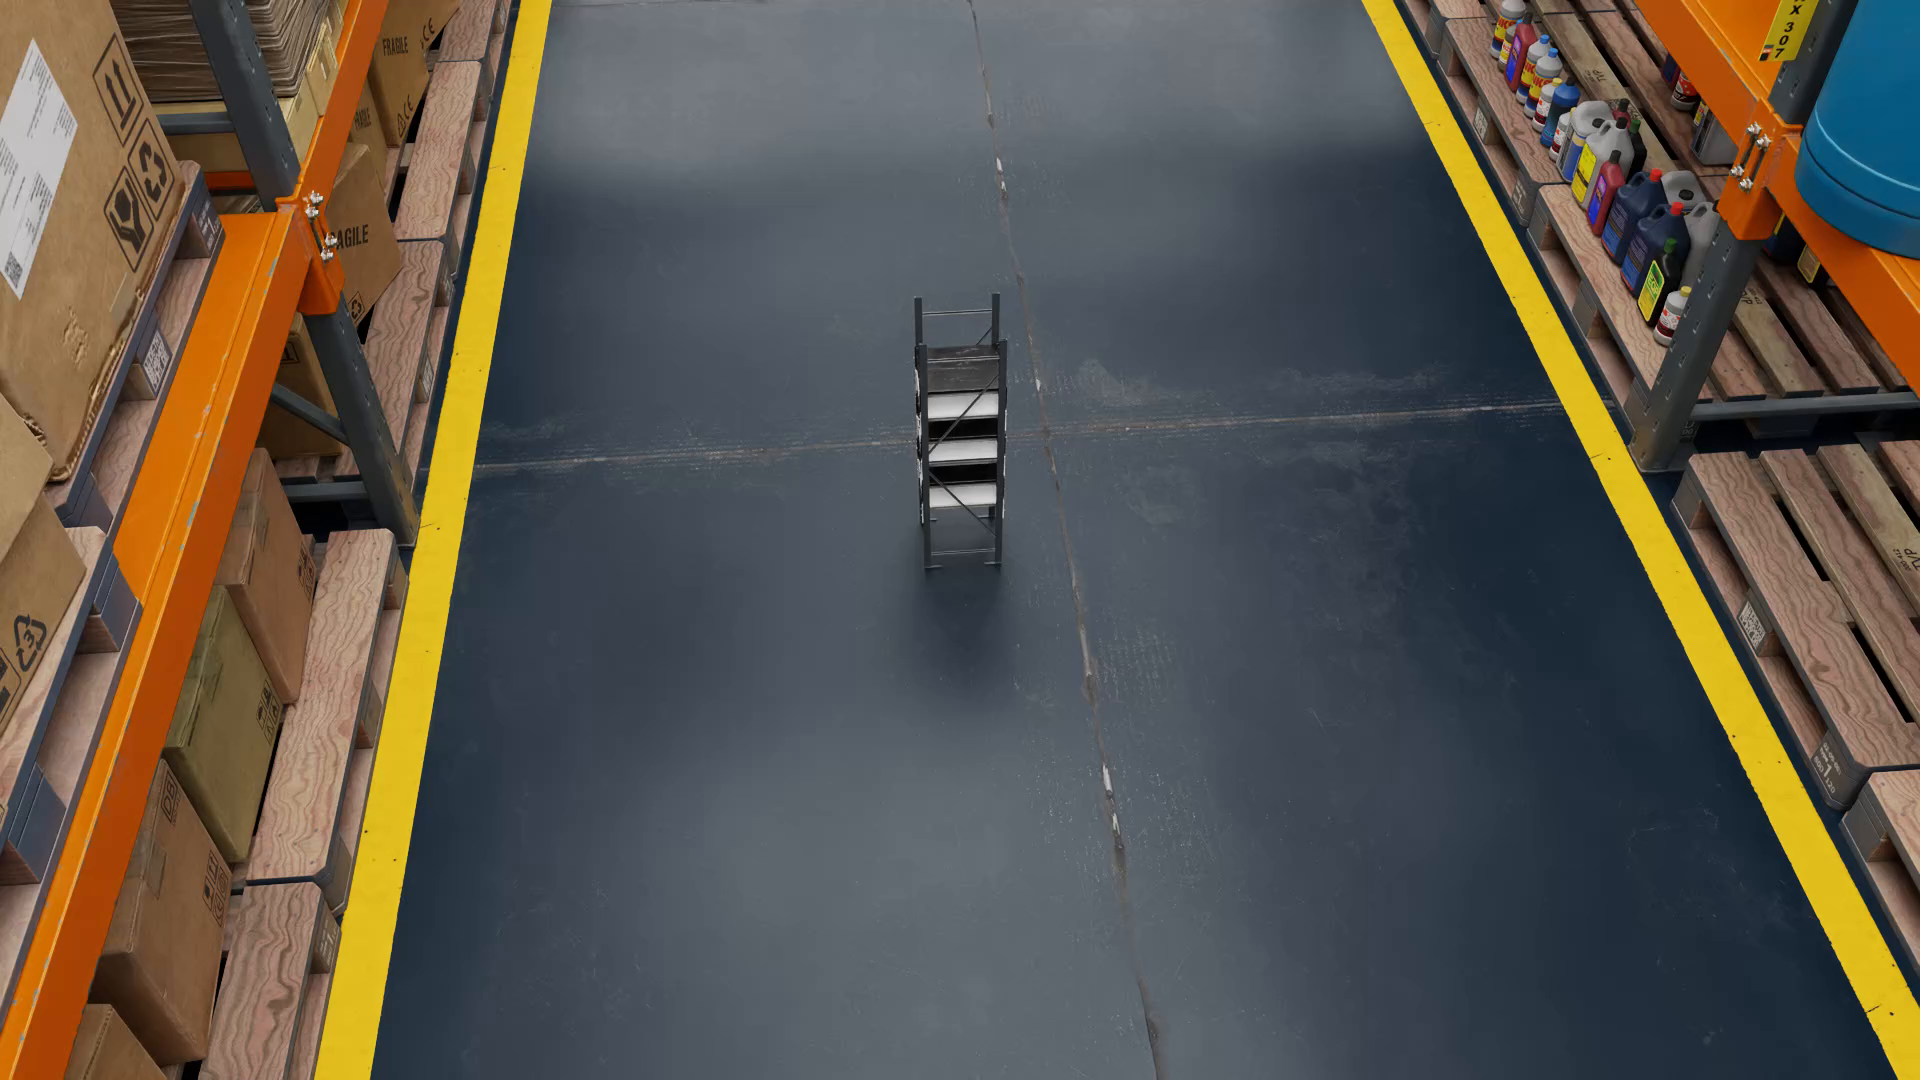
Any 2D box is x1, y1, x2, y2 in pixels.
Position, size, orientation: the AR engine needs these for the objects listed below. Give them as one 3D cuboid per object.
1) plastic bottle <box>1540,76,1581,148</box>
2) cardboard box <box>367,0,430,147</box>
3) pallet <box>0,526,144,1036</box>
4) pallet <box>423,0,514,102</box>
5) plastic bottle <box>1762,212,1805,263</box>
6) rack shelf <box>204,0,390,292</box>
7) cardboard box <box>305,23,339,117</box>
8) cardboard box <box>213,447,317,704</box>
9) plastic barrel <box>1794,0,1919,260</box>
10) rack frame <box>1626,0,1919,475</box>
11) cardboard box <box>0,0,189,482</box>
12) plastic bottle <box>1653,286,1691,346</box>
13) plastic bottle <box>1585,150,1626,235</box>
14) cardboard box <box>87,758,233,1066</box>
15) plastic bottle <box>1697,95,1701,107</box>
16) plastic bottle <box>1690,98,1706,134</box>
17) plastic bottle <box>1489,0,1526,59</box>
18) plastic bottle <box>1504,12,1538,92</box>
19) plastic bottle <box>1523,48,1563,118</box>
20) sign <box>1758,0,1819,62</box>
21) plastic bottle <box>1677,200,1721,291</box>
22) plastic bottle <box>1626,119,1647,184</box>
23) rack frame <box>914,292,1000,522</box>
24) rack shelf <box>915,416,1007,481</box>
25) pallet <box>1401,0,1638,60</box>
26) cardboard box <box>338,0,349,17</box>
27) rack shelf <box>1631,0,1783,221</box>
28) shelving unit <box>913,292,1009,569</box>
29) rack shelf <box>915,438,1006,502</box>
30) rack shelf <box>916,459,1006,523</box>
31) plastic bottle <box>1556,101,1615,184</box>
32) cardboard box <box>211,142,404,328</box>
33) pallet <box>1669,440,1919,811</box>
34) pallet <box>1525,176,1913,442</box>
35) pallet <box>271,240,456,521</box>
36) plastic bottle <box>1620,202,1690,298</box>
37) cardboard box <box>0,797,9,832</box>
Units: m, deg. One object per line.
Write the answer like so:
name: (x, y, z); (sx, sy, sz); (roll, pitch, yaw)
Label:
plastic bottle: (2.282, -1.628, 6.302); (0.097, 0.271, 0.097); (0, 47, 0)
cardboard box: (-2.395, -1.860, 6.378); (0.500, 0.500, 0.500); (0, 47, 0)
pallet: (-2.085, 0.512, 2.831); (1.003, 0.211, 1.213); (-3, 47, -3)
pallet: (-2.509, -2.308, 7.291); (1.003, 0.211, 1.213); (-3, 47, -3)
plastic bottle: (2.924, -1.160, 5.804); (0.144, 0.351, 0.185); (-3, 47, -3)
rack shelf: (-2.381, -2.218, 5.780); (1.077, 0.370, 4.000); (-3, 47, -3)
cardboard box: (-1.940, -1.287, 4.576); (0.380, 0.149, 0.250); (-3, 47, -3)
cardboard box: (-2.184, 0.136, 4.474); (0.700, 0.500, 0.500); (-7, 47, -6)
plastic barrel: (2.452, -1.193, 3.969); (0.600, 0.901, 0.708); (-3, 47, -3)
rack frame: (2.722, -1.319, 4.433); (1.000, 3.000, 0.127); (-3, 47, -3)
cardboard box: (-2.287, -0.785, 3.225); (1.000, 1.000, 1.000); (-3, 47, -3)
plastic bottle: (2.381, -0.752, 5.520); (0.097, 0.201, 0.097); (0, 47, 0)
plastic bottle: (2.310, -1.239, 5.925); (0.061, 0.283, 0.133); (-1, 47, -1)
cardboard box: (-2.115, 0.887, 3.763); (0.700, 0.500, 0.500); (-7, 47, -7)
plastic bottle: (2.983, -1.841, 6.501); (0.152, 0.276, 0.135); (-5, 47, -4)
plastic bottle: (2.884, -1.657, 6.378); (0.097, 0.201, 0.097); (0, 47, 0)
plastic bottle: (2.228, -2.095, 6.745); (0.097, 0.271, 0.097); (0, 47, 0)
plastic bottle: (2.229, -1.935, 6.584); (0.061, 0.283, 0.133); (-3, 47, -3)
plastic bottle: (2.265, -1.775, 6.441); (0.097, 0.271, 0.097); (0, 47, 0)
sign: (2.173, -1.389, 4.309); (0.100, 0.325, 0.005); (-3, 47, -3)
plastic bottle: (2.524, -1.017, 5.668); (0.144, 0.351, 0.185); (-3, 47, -3)
plastic bottle: (2.438, -1.382, 6.061); (0.061, 0.283, 0.133); (-3, 47, -3)
rack frame: (-0.008, -0.377, 4.987); (0.240, 0.900, 0.006); (-3, 47, -3)
rack shelf: (0.001, -0.281, 4.942); (0.258, 0.077, 0.200); (-3, 47, -3)
pallet: (2.503, -2.614, 7.580); (1.003, 0.211, 1.213); (-3, 47, -3)
cardboard box: (-2.019, -1.647, 4.917); (0.380, 0.149, 0.250); (-3, 47, -3)
rack shelf: (2.554, -2.519, 6.065); (1.077, 0.370, 4.000); (-3, 47, -3)
shelving unit: (0.001, -0.304, 4.918); (0.258, 0.900, 0.210); (-3, 47, -3)
rack shelf: (0.001, -0.219, 5.007); (0.258, 0.077, 0.200); (-3, 47, -3)
rack shelf: (0.001, -0.157, 5.073); (0.258, 0.077, 0.200); (-3, 47, -3)
plastic bottle: (2.328, -1.472, 6.152); (0.152, 0.276, 0.135); (-3, 47, -3)
cardboard box: (-2.263, -1.009, 5.572); (0.500, 0.500, 0.500); (10, 47, 9)
pallet: (2.826, 0.206, 4.910); (1.003, 0.211, 1.213); (-3, 47, -3)
pallet: (2.707, -0.849, 5.908); (1.003, 0.211, 1.213); (-3, 47, -3)
pallet: (-2.305, -0.543, 5.619); (1.003, 0.211, 1.213); (-3, 47, -3)
plastic bottle: (2.381, -1.008, 5.660); (0.144, 0.351, 0.185); (-5, 47, -4)
cardboard box: (-1.790, 0.557, 2.471); (0.500, 0.250, 0.500); (-5, 47, -4)
